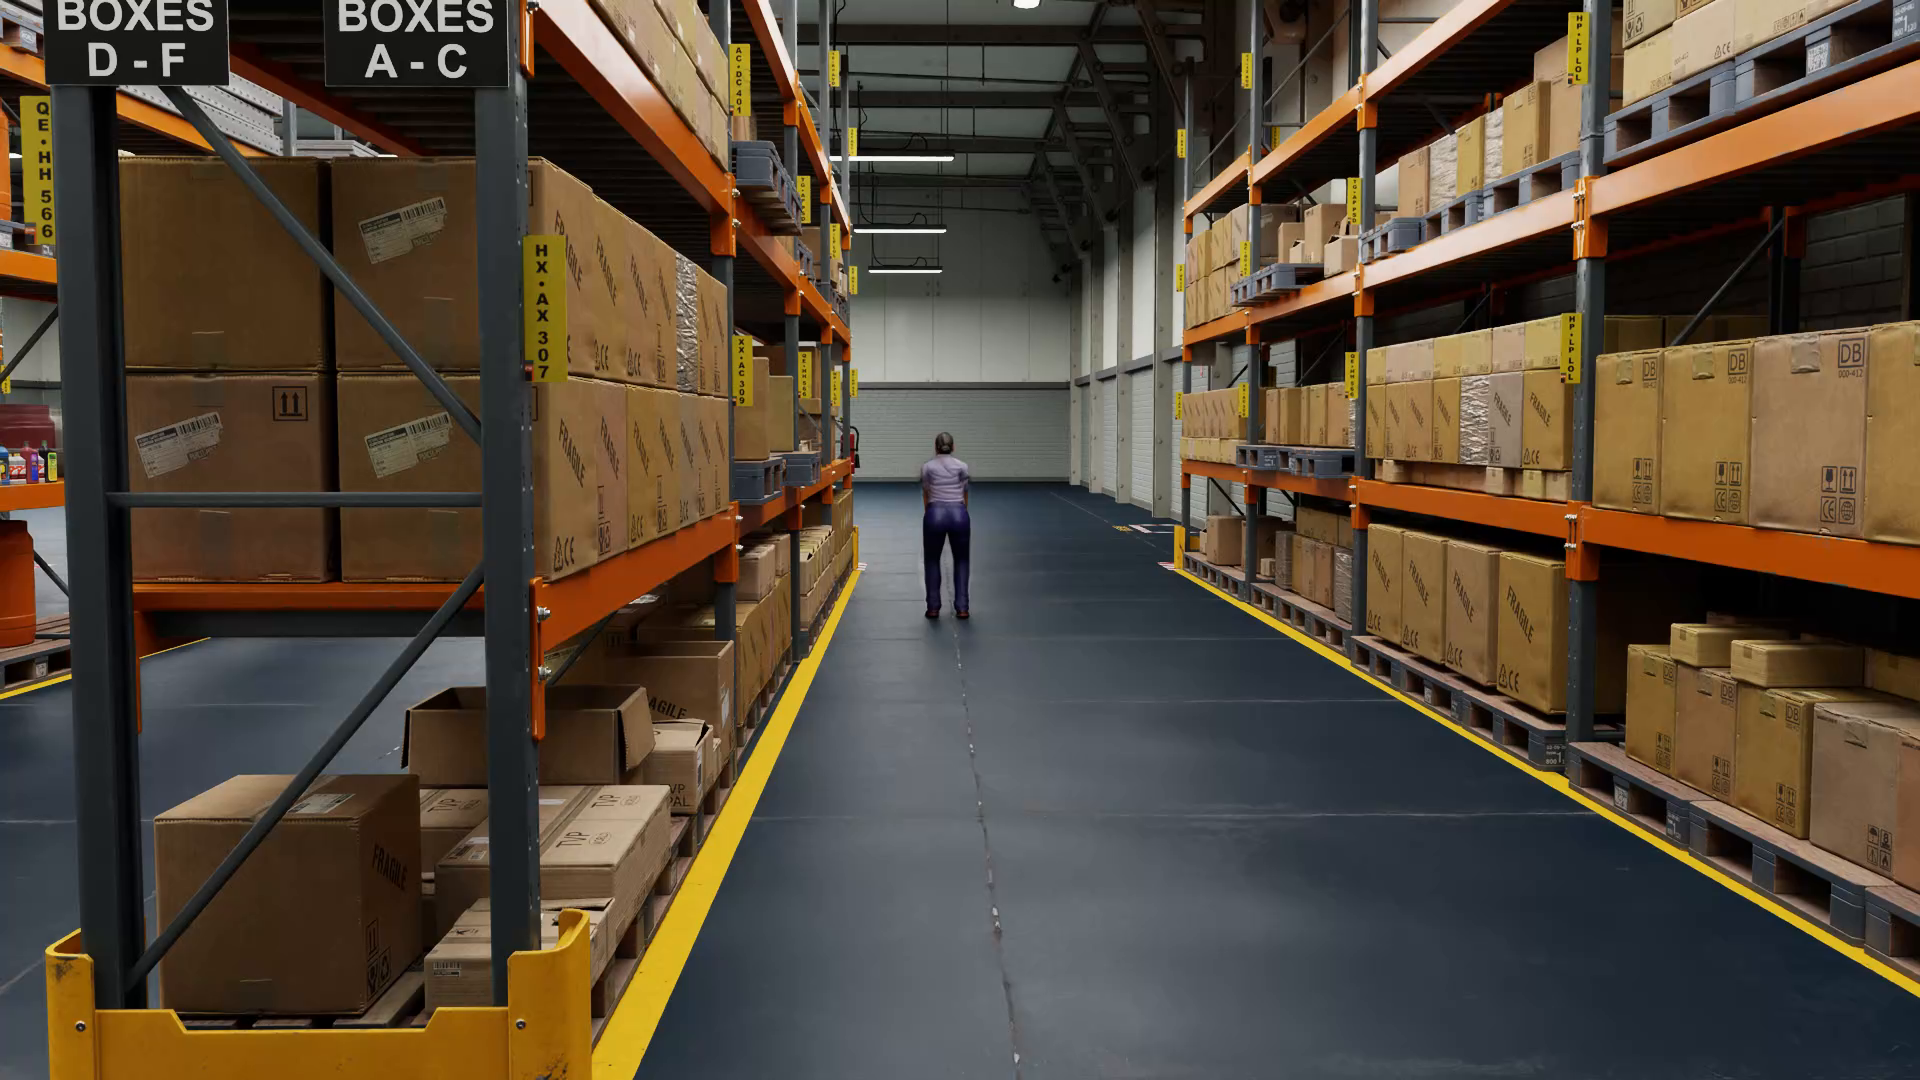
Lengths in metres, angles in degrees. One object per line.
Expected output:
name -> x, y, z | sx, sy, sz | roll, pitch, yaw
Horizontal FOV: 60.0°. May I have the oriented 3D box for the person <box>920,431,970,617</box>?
person -> -0.133, -0.130, 14.704 | 0.435, 1.634, 0.530 | 0, 4, -2
